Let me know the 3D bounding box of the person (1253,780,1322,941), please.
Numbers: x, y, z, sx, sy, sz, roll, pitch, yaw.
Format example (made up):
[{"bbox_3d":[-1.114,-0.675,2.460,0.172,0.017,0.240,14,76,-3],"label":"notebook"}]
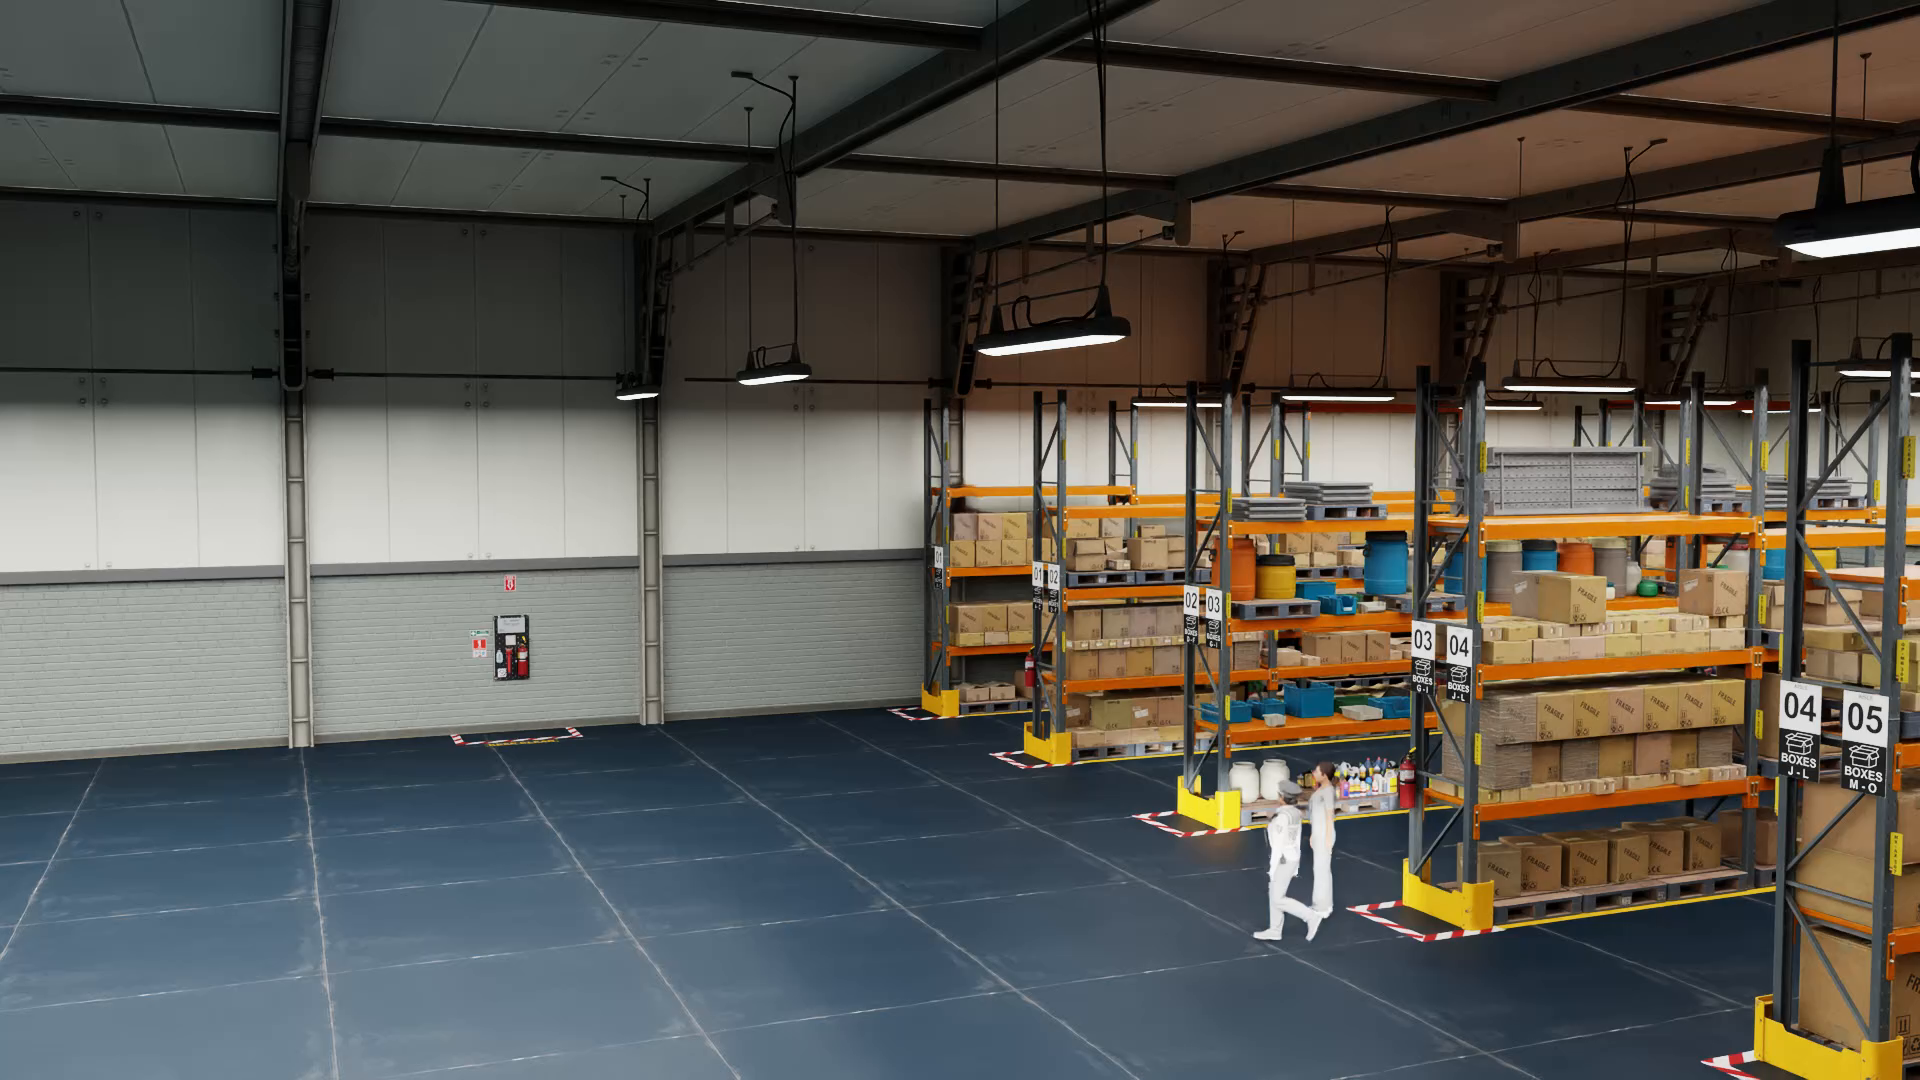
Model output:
[{"bbox_3d":[3.369,3.307,17.080,0.695,1.680,0.442,1,3,13],"label":"person"}]

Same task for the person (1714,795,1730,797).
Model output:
[{"bbox_3d":[11.049,2.905,24.175,0.453,1.670,0.361,-1,3,-15],"label":"person"}]

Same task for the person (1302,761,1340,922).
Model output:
[{"bbox_3d":[3.931,3.265,18.133,0.439,1.686,0.589,0,3,5],"label":"person"}]

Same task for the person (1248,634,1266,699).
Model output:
[{"bbox_3d":[5.651,2.368,32.081,0.630,1.792,0.401,-3,4,-39],"label":"person"}]
